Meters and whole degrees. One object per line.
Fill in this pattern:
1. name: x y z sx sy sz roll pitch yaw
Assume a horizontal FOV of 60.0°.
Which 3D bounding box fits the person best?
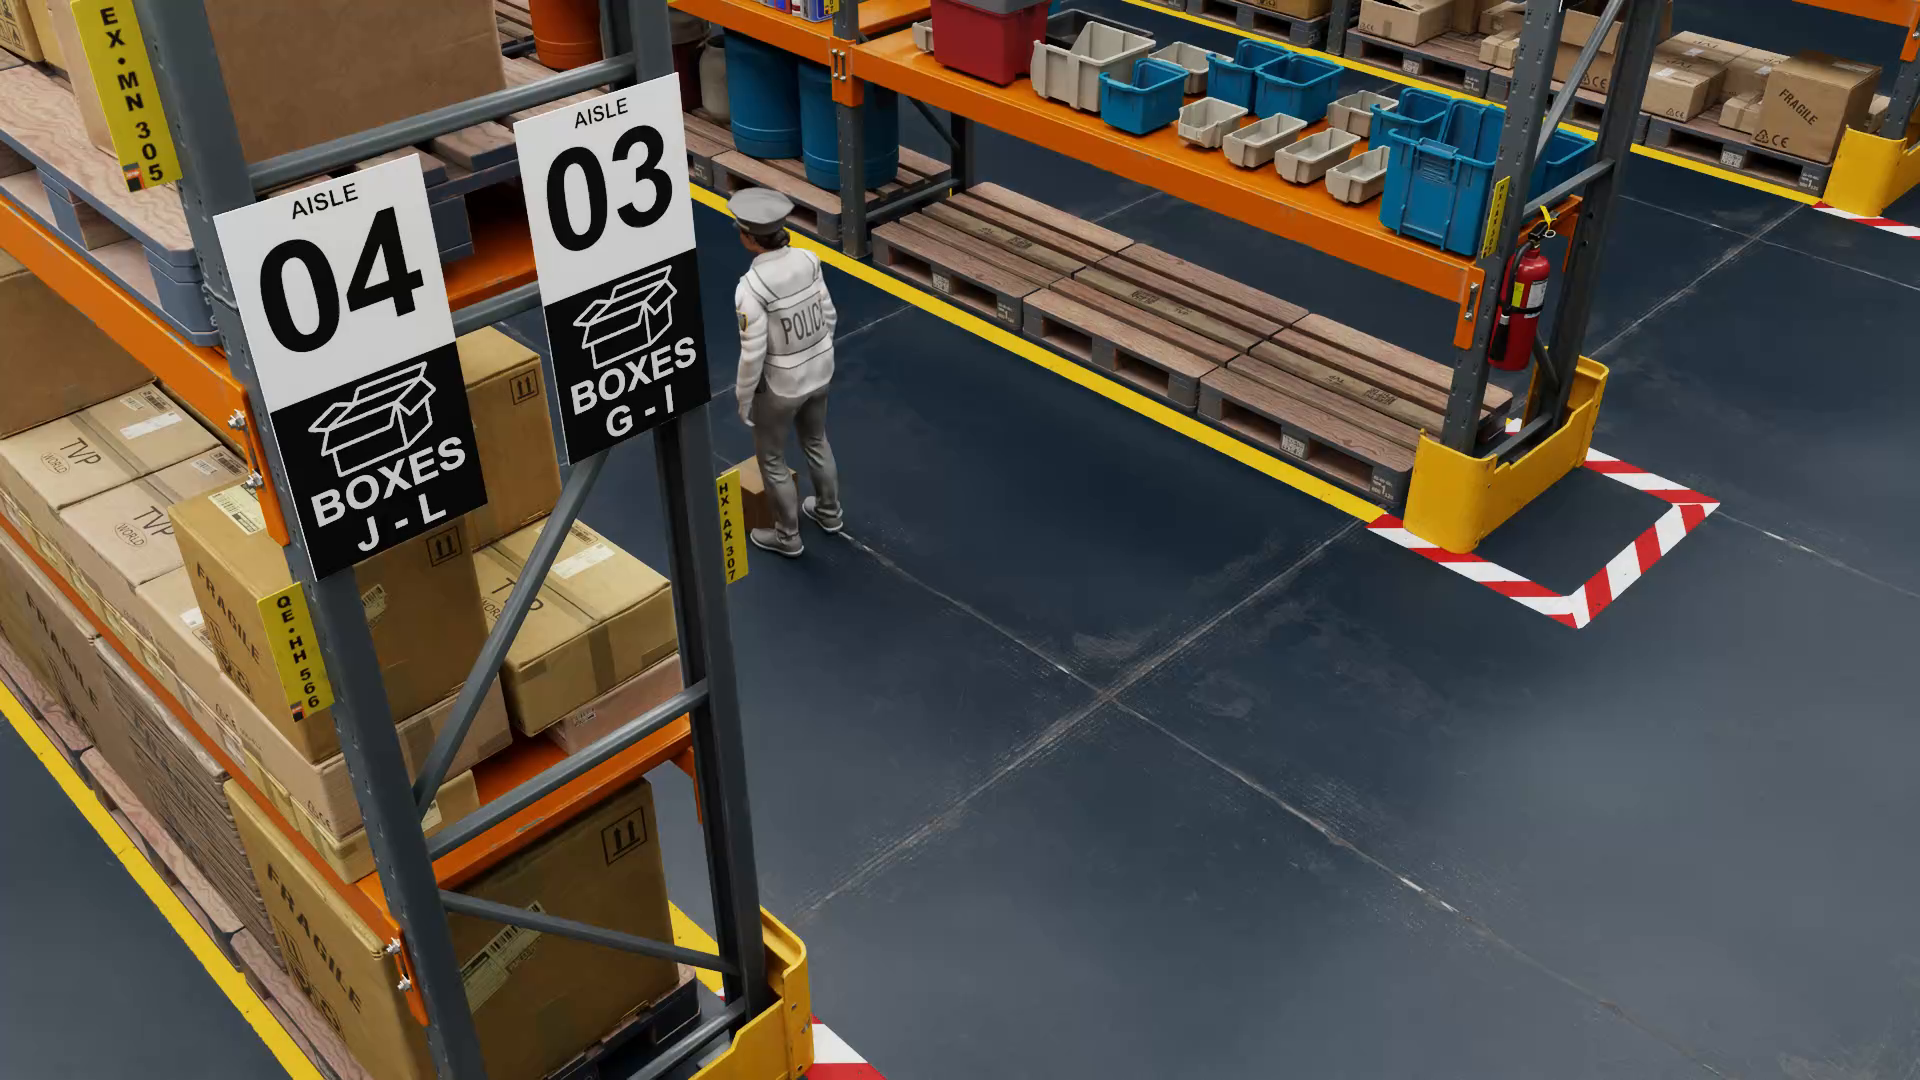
1. person: -0.742 -0.680 7.091 0.374 1.662 0.539 27 44 33
